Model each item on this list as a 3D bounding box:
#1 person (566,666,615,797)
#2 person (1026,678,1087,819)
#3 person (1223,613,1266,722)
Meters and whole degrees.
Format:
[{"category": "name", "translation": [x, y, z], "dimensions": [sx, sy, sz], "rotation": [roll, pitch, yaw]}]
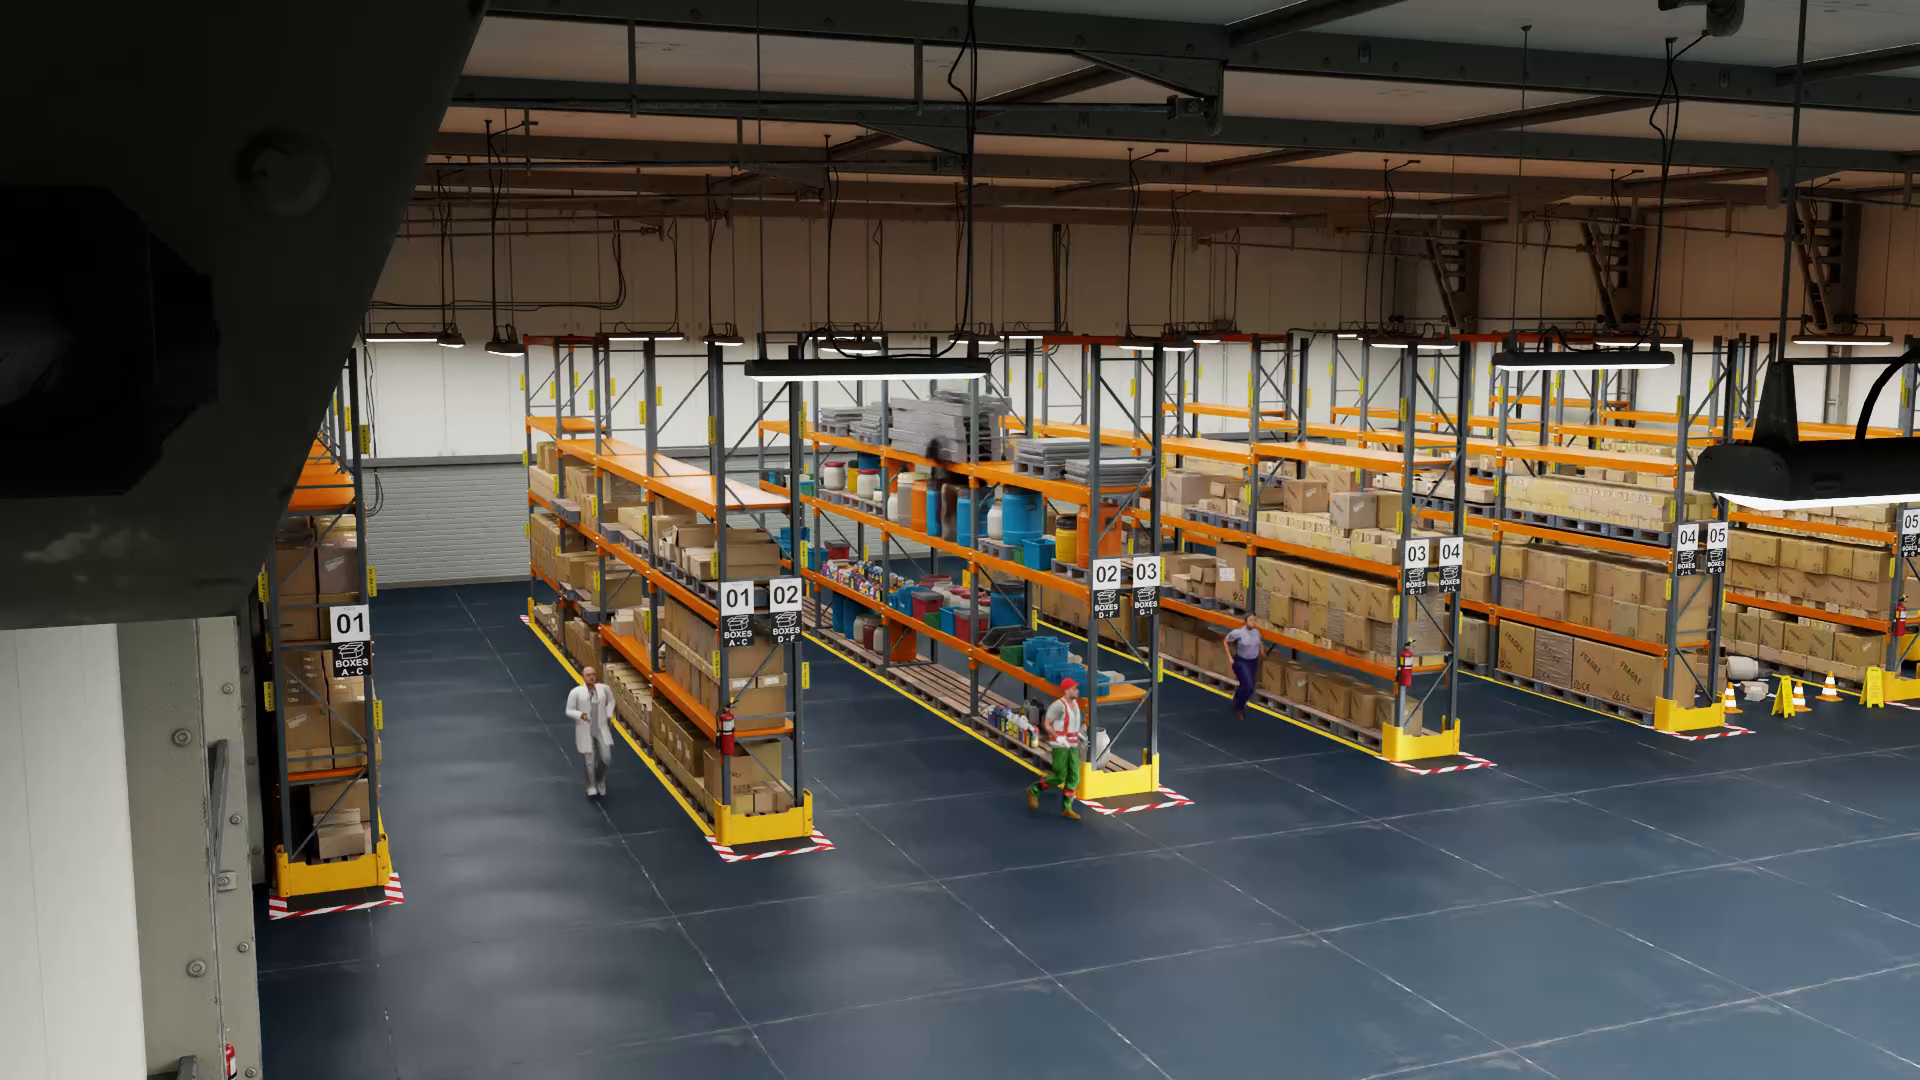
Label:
[{"category": "person", "translation": [-4.828, 2.553, 21.948], "dimensions": [0.694, 1.763, 0.673], "rotation": [-3, 8, -24]}, {"category": "person", "translation": [1.331, 2.633, 21.363], "dimensions": [0.778, 1.746, 0.721], "rotation": [6, 10, 37]}, {"category": "person", "translation": [4.347, 1.934, 25.191], "dimensions": [0.576, 1.685, 0.719], "rotation": [-5, 9, -33]}]
